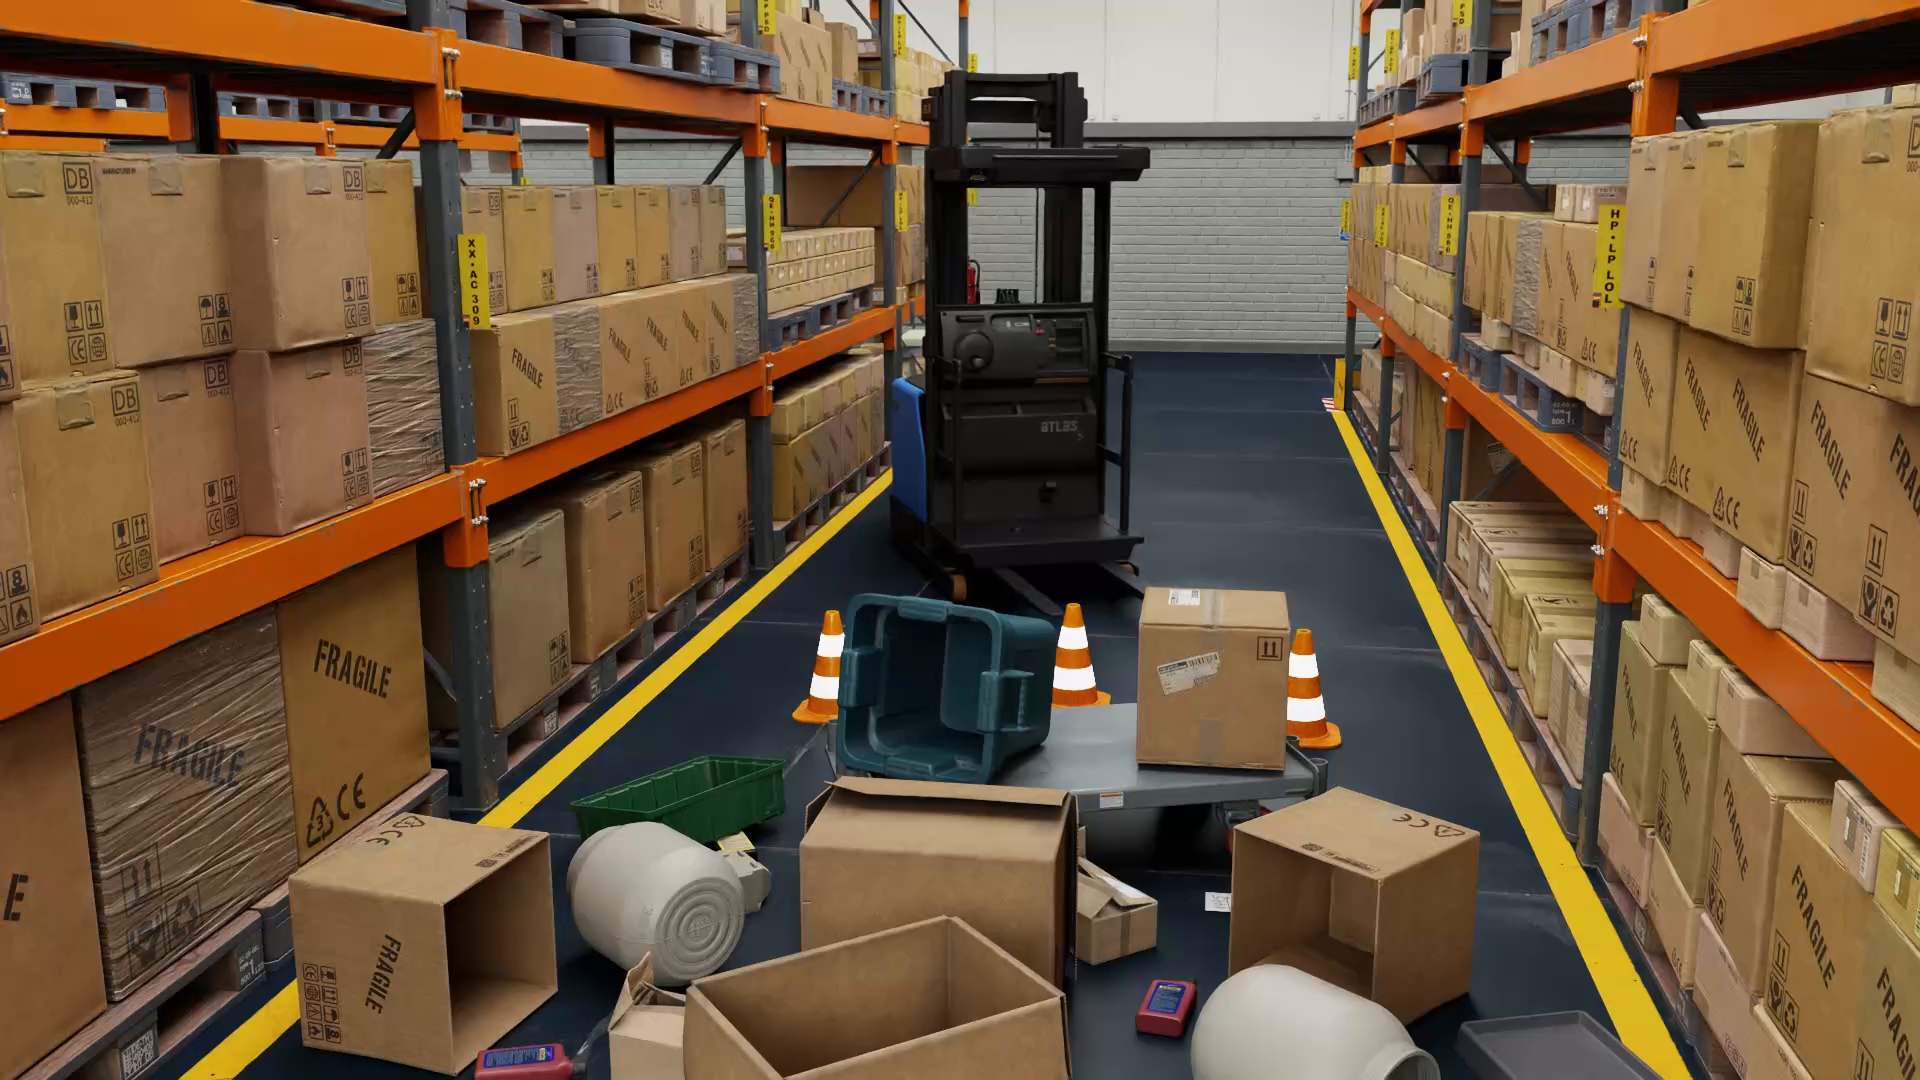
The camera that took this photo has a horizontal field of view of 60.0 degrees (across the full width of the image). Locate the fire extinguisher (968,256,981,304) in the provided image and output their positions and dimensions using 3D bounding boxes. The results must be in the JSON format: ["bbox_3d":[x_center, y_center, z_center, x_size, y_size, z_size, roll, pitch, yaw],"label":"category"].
[{"bbox_3d":[0.081,-2.782,17.851,0.296,0.674,0.183,2,12,9],"label":"fire extinguisher"}]

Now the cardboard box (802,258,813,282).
[{"bbox_3d":[-1.217,-1.838,11.294,0.380,0.149,0.250,2,12,9],"label":"cardboard box"}]

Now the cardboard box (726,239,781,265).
[{"bbox_3d":[-1.343,-1.818,10.499,0.380,0.149,0.250,2,12,7],"label":"cardboard box"}]

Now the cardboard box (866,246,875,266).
[{"bbox_3d":[-0.895,-2.271,13.302,0.380,0.149,0.250,2,12,10],"label":"cardboard box"}]

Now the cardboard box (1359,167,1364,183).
[{"bbox_3d":[4.041,-3.508,15.999,0.380,0.149,0.250,2,12,10],"label":"cardboard box"}]

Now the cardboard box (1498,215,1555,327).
[{"bbox_3d":[2.816,-1.254,7.751,0.500,0.500,0.500,2,12,10],"label":"cardboard box"}]

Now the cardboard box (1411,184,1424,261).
[{"bbox_3d":[3.322,-2.129,11.141,0.500,0.500,0.500,2,12,8],"label":"cardboard box"}]

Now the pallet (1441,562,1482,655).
[{"bbox_3d":[3.141,0.366,8.794,1.003,0.211,1.213,2,12,9],"label":"pallet"}]

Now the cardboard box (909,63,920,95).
[{"bbox_3d":[-0.637,-3.965,14.322,0.500,0.250,0.500,2,12,8],"label":"cardboard box"}]

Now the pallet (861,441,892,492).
[{"bbox_3d":[-1.148,-0.607,13.307,1.003,0.211,1.213,2,12,9],"label":"pallet"}]

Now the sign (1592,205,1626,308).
[{"bbox_3d":[2.098,-0.910,5.350,0.100,0.325,0.005,2,12,9],"label":"sign"}]

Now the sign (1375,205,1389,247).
[{"bbox_3d":[3.329,-2.472,13.101,0.100,0.325,0.005,2,12,9],"label":"sign"}]

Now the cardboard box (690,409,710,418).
[{"bbox_3d":[-1.798,-0.800,10.742,0.500,0.250,0.500,2,12,7],"label":"cardboard box"}]

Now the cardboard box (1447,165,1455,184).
[{"bbox_3d":[4.204,-3.013,13.704,0.380,0.149,0.250,2,12,8],"label":"cardboard box"}]

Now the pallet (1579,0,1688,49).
[{"bbox_3d":[2.847,-1.827,5.676,1.213,0.211,1.003,2,12,9],"label":"pallet"}]

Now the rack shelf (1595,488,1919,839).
[{"bbox_3d":[2.339,0.441,3.535,1.077,0.370,4.000,2,12,9],"label":"rack shelf"}]

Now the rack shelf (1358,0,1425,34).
[{"bbox_3d":[4.185,-4.794,14.537,1.077,0.370,4.000,2,12,9],"label":"rack shelf"}]

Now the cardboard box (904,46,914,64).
[{"bbox_3d":[-0.603,-4.179,14.368,0.380,0.149,0.250,2,12,7],"label":"cardboard box"}]

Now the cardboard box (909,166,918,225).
[{"bbox_3d":[-0.654,-3.009,14.520,0.500,0.500,0.500,2,12,7],"label":"cardboard box"}]

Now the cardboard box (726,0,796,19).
[{"bbox_3d":[-1.231,-3.371,10.342,0.396,0.266,0.258,2,12,9],"label":"cardboard box"}]

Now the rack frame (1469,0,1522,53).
[{"bbox_3d":[3.262,-4.093,8.623,1.000,3.000,0.127,2,12,9],"label":"rack frame"}]

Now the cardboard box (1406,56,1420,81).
[{"bbox_3d":[3.337,-3.298,11.614,0.380,0.166,0.250,1,12,5],"label":"cardboard box"}]

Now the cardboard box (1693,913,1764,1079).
[{"bbox_3d":[2.140,1.148,4.077,0.500,0.250,0.500,2,12,8],"label":"cardboard box"}]

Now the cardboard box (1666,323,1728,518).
[{"bbox_3d":[2.250,-0.334,4.478,0.500,0.500,0.500,2,12,8],"label":"cardboard box"}]

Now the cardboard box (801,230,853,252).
[{"bbox_3d":[-1.020,-2.251,12.505,0.380,0.149,0.250,2,12,8],"label":"cardboard box"}]

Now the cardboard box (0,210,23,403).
[{"bbox_3d":[-2.566,-0.541,3.463,0.875,0.550,0.550,2,12,9],"label":"cardboard box"}]

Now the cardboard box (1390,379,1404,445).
[{"bbox_3d":[4.080,-1.073,13.935,0.875,0.438,0.875,2,12,8],"label":"cardboard box"}]

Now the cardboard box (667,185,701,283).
[{"bbox_3d":[-1.800,-1.638,8.865,0.700,0.500,0.500,2,12,8],"label":"cardboard box"}]

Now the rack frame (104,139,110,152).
[{"bbox_3d":[-10.194,-3.307,19.217,1.000,3.000,0.127,2,12,9],"label":"rack frame"}]

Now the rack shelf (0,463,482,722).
[{"bbox_3d":[-2.567,0.301,4.182,1.077,0.370,4.000,2,12,9],"label":"rack shelf"}]

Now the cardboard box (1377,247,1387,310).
[{"bbox_3d":[3.696,-2.146,13.595,0.500,0.500,0.500,2,12,9],"label":"cardboard box"}]

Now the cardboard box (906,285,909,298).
[{"bbox_3d":[-0.659,-2.227,14.804,0.380,0.149,0.250,1,12,6],"label":"cardboard box"}]

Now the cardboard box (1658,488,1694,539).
[{"bbox_3d":[2.294,-0.095,4.910,0.380,0.149,0.250,2,12,10],"label":"cardboard box"}]

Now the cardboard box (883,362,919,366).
[{"bbox_3d":[-0.583,-1.574,15.534,0.380,0.149,0.250,1,12,6],"label":"cardboard box"}]

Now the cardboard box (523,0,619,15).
[{"bbox_3d":[-1.762,-2.504,7.457,0.396,0.266,0.258,2,12,9],"label":"cardboard box"}]

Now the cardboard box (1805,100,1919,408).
[{"bbox_3d":[1.957,-0.506,2.903,0.700,0.500,0.500,2,12,8],"label":"cardboard box"}]

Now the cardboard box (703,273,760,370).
[{"bbox_3d":[-1.448,-1.246,9.416,0.500,0.500,0.500,2,12,9],"label":"cardboard box"}]

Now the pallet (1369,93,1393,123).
[{"bbox_3d":[4.204,-3.839,14.776,1.003,0.211,1.213,2,12,9],"label":"pallet"}]

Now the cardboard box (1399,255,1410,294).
[{"bbox_3d":[3.375,-1.867,11.708,0.500,0.250,0.500,2,12,9],"label":"cardboard box"}]

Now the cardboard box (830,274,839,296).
[{"bbox_3d":[-1.092,-1.854,12.076,0.380,0.149,0.250,2,12,11],"label":"cardboard box"}]

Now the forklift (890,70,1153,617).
[{"bbox_3d":[0.398,-1.169,9.459,1.130,2.935,3.031,-3,13,-14],"label":"forklift"}]

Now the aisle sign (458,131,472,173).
[{"bbox_3d":[-5.585,-4.442,18.313,0.394,0.787,0.004,2,12,9],"label":"aisle sign"}]

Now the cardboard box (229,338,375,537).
[{"bbox_3d":[-2.367,-0.347,5.129,0.875,0.550,0.550,2,12,9],"label":"cardboard box"}]

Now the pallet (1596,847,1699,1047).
[{"bbox_3d":[2.579,1.177,5.031,1.003,0.211,1.213,2,12,9],"label":"pallet"}]

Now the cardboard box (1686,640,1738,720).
[{"bbox_3d":[2.134,0.373,4.352,0.380,0.149,0.250,2,12,11],"label":"cardboard box"}]

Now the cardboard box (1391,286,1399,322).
[{"bbox_3d":[3.471,-1.728,12.249,0.500,0.250,0.500,2,12,7],"label":"cardboard box"}]

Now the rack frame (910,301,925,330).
[{"bbox_3d":[-0.153,-0.939,11.791,0.400,1.500,0.023,1,12,5],"label":"rack frame"}]

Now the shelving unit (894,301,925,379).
[{"bbox_3d":[-0.187,-0.862,11.434,0.431,1.500,0.755,1,12,5],"label":"shelving unit"}]

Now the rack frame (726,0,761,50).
[{"bbox_3d":[-1.644,-4.232,9.270,1.000,3.000,0.127,2,12,9],"label":"rack frame"}]

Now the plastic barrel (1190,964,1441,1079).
[{"bbox_3d":[0.854,1.286,4.022,0.421,0.421,0.512,-10,16,-40],"label":"plastic barrel"}]

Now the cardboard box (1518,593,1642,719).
[{"bbox_3d":[2.832,0.493,6.826,0.950,0.372,0.625,3,12,12],"label":"cardboard box"}]

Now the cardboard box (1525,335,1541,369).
[{"bbox_3d":[2.732,-0.846,7.398,0.380,0.149,0.250,2,12,10],"label":"cardboard box"}]

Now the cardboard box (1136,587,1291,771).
[{"bbox_3d":[0.884,0.473,5.814,0.500,0.500,0.500,2,12,9],"label":"cardboard box"}]
